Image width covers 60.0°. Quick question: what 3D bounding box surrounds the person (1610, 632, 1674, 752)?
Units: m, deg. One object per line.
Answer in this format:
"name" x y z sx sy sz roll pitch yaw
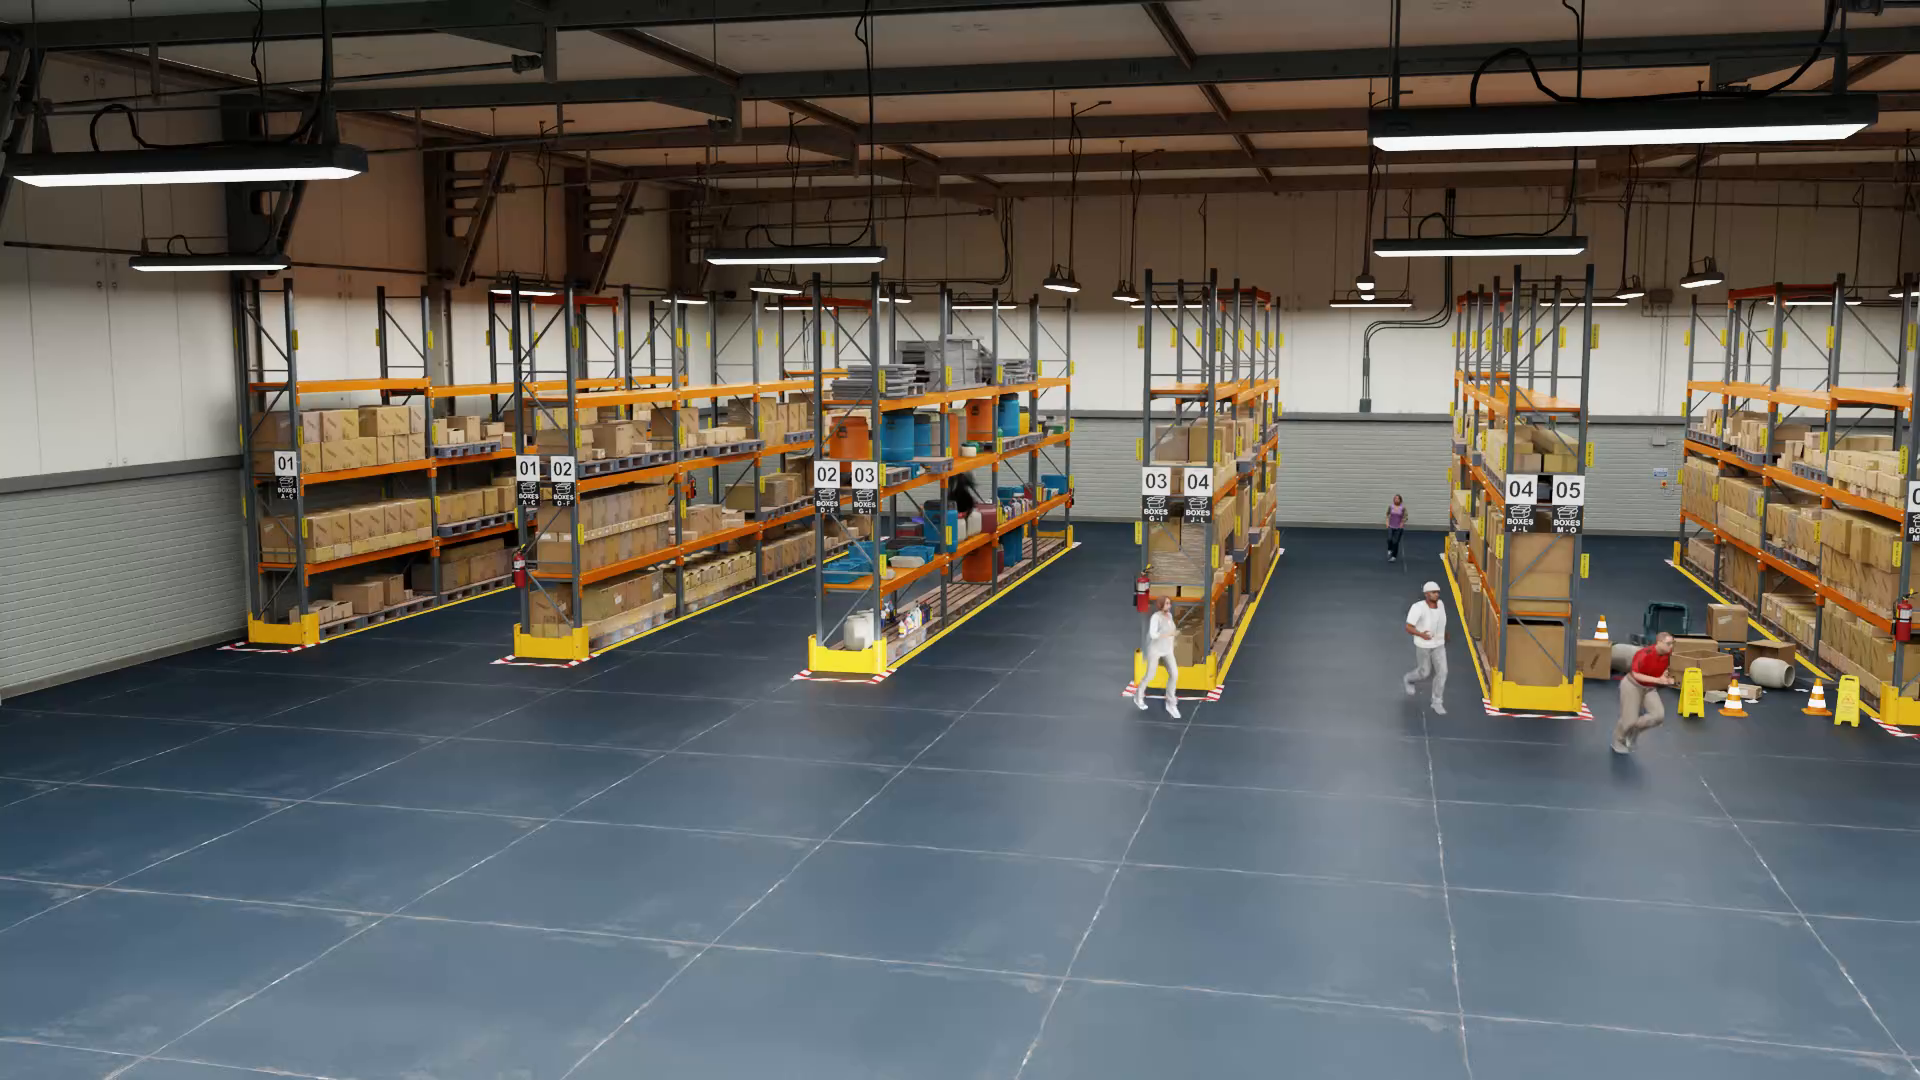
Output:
"person" 8.282 1.833 20.029 0.700 1.559 0.925 -3 8 -25

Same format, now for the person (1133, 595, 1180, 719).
"person" 2.675 1.536 22.229 0.523 1.633 0.786 -5 8 -35

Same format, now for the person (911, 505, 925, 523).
"person" -0.799 0.013 34.478 0.582 1.478 0.736 1 7 10

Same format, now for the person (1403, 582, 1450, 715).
"person" 6.372 1.440 22.662 0.722 1.779 0.922 -3 7 -20

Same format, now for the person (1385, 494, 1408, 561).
"person" 9.865 -0.266 37.657 0.530 1.536 0.539 3 7 20
